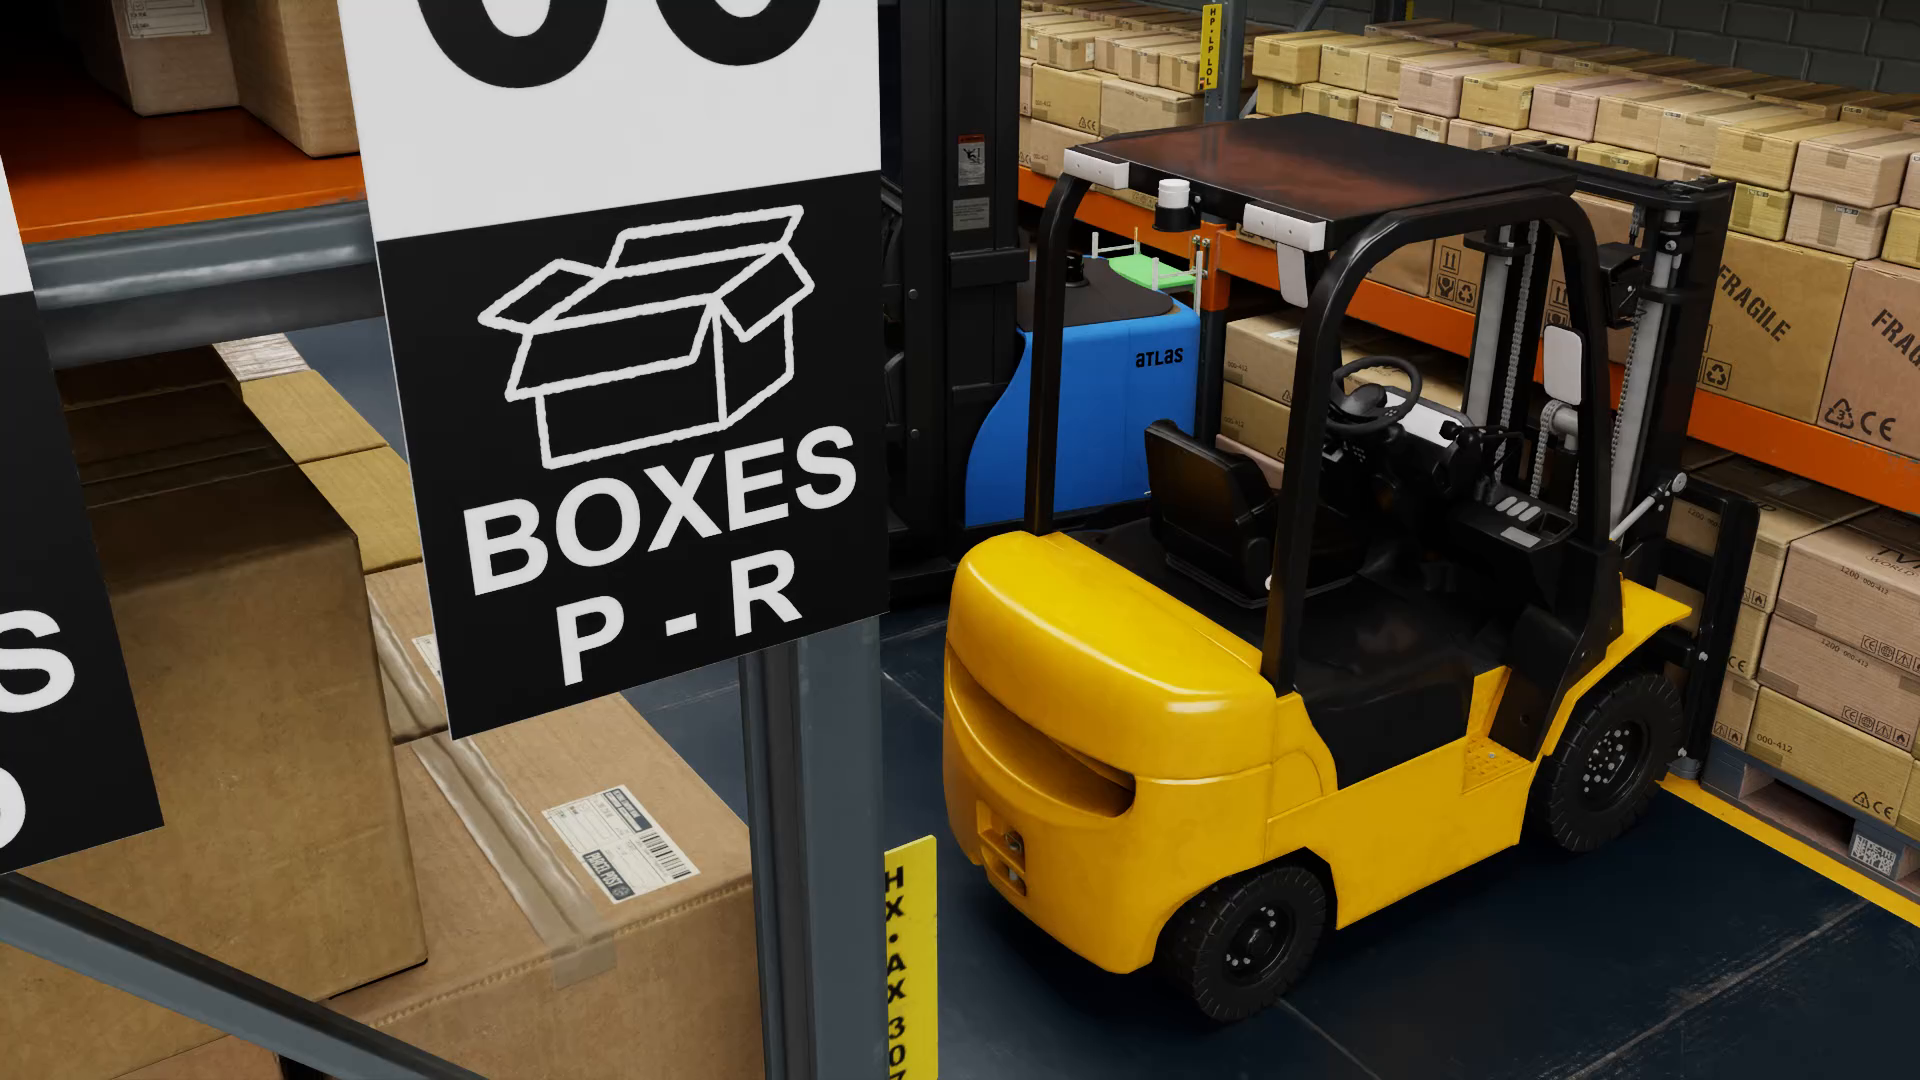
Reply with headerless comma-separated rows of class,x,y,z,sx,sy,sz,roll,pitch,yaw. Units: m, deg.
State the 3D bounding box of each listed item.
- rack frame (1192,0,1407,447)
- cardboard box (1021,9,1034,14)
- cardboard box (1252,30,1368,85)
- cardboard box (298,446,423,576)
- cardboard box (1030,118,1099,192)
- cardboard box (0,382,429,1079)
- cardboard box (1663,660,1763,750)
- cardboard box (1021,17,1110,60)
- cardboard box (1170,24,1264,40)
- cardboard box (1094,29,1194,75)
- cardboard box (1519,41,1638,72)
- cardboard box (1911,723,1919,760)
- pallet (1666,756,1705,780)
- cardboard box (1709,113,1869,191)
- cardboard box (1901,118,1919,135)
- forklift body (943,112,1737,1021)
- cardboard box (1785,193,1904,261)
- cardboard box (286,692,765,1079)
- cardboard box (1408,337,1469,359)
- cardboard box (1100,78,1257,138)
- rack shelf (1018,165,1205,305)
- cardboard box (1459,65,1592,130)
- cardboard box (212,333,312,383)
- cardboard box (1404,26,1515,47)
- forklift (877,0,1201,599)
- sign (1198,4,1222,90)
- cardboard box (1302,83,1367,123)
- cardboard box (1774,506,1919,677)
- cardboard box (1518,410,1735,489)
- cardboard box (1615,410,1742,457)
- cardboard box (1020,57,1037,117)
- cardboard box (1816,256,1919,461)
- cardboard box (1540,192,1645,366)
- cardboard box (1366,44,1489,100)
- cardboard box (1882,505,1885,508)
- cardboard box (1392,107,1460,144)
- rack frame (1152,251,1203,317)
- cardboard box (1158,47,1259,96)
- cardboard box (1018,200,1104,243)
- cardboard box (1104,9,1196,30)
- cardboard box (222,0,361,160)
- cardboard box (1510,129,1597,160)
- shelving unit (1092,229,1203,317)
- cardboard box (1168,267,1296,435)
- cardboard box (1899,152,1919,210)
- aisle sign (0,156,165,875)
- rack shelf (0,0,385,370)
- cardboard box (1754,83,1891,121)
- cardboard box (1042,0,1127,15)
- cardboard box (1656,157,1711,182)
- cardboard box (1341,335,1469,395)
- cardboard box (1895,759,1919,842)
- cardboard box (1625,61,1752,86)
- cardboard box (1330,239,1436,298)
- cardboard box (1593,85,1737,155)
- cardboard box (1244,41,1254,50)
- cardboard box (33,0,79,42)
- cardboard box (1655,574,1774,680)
rack frame,1.451,-1.610,7.147,1.000,3.000,0.127,-16,29,-30
cardboard box,0.147,-2.546,8.253,0.380,0.149,0.250,-16,30,-31
cardboard box,1.377,-1.900,6.536,0.380,0.149,0.250,-15,29,-29
cardboard box,-1.113,0.198,2.851,0.500,0.500,0.500,-16,30,-31
cardboard box,0.678,-1.840,7.810,0.500,0.250,0.500,-16,29,-30
cardboard box,-0.984,0.215,1.644,0.700,0.500,0.500,-16,30,-31
cardboard box,2.584,0.418,5.579,0.500,0.250,0.500,-15,29,-29
cardboard box,0.488,-2.379,7.898,0.380,0.149,0.250,-16,30,-31
cardboard box,1.201,-2.322,7.779,0.380,0.149,0.250,-16,29,-30
cardboard box,0.833,-2.207,7.535,0.380,0.149,0.250,-16,29,-30
cardboard box,2.326,-1.774,6.268,0.380,0.149,0.250,-16,30,-31
cardboard box,3.107,0.547,4.722,0.500,0.250,0.500,-16,30,-30
pallet,2.520,0.382,6.194,1.003,0.211,1.213,-16,29,-30
cardboard box,2.482,-1.165,4.978,0.380,0.149,0.250,-15,29,-29
cardboard box,3.072,-1.196,5.043,0.380,0.149,0.250,-15,29,-28
forklift body,1.071,-0.049,4.834,2.313,2.155,1.214,-16,29,-30
cardboard box,2.645,-0.944,4.859,0.380,0.149,0.250,-17,30,-31
cardboard box,-0.548,0.565,2.074,0.500,0.500,0.500,-16,30,-30
cardboard box,2.171,-0.700,6.777,0.500,0.250,0.500,-16,30,-30
cardboard box,0.969,-1.885,7.319,0.500,0.250,0.500,-16,30,-31
rack shelf,0.359,-2.000,8.816,1.077,0.370,4.000,-16,29,-30
cardboard box,1.961,-1.536,5.765,0.380,0.149,0.250,-16,30,-30
cardboard box,-1.681,-0.164,3.618,0.500,0.500,0.500,-15,29,-28
cardboard box,1.981,-1.940,6.621,0.380,0.149,0.250,-16,30,-31
forklift,-0.584,-1.230,6.422,3.031,2.935,1.130,-9,27,-19
sign,1.002,-1.968,6.642,0.100,0.325,0.005,-16,29,-30
cardboard box,1.547,-1.681,6.421,0.380,0.149,0.250,-15,29,-28
cardboard box,2.838,0.148,4.979,0.500,0.250,0.500,-15,29,-29
cardboard box,2.284,-0.213,5.745,0.500,0.250,0.500,-16,30,-31
cardboard box,2.717,-0.338,6.011,0.500,0.250,0.500,-16,30,-31
cardboard box,0.408,-2.251,8.095,0.500,0.250,0.500,-15,29,-29
cardboard box,2.871,-0.527,4.736,0.500,0.500,0.500,-15,29,-28
cardboard box,2.307,-0.888,5.500,0.500,0.500,0.500,-15,29,-29
cardboard box,1.742,-1.739,6.194,0.380,0.149,0.250,-16,30,-31
cardboard box,3.255,0.028,5.235,0.500,0.250,0.500,-15,29,-29
cardboard box,1.786,-1.489,6.014,0.380,0.149,0.250,-15,29,-28
rack frame,0.915,-0.644,7.187,0.240,1.200,0.015,-12,27,-24
cardboard box,1.079,-2.019,7.137,0.380,0.149,0.250,-14,29,-28
cardboard box,0.328,-1.458,9.115,0.875,0.625,0.625,-17,30,-32
cardboard box,0.929,-2.504,8.163,0.380,0.149,0.250,-16,29,-30
cardboard box,-0.431,-0.459,1.488,0.380,0.149,0.250,-16,29,-30
cardboard box,2.079,-1.309,5.632,0.380,0.149,0.250,-17,30,-31
shelving unit,0.806,-0.733,7.386,0.258,1.200,0.503,-12,27,-24
cardboard box,1.157,-0.910,7.954,0.875,0.625,0.625,-14,29,-27
cardboard box,2.863,-1.006,4.642,0.380,0.149,0.250,-15,29,-29
aisle sign,-0.731,-0.107,0.918,0.394,0.787,0.004,-16,29,-30
rack shelf,-1.614,-0.768,2.692,1.077,0.370,4.000,-16,29,-30
cardboard box,2.810,-1.382,5.439,0.380,0.149,0.250,-15,29,-29
cardboard box,0.646,-2.681,8.538,0.380,0.149,0.250,-15,29,-29
cardboard box,2.429,-1.140,5.275,0.380,0.149,0.250,-16,30,-30
cardboard box,1.723,-0.578,6.517,0.500,0.250,0.500,-15,29,-29
cardboard box,3.114,0.779,4.814,0.500,0.250,0.500,-15,29,-29
cardboard box,2.551,-1.574,5.845,0.380,0.149,0.250,-16,30,-30
cardboard box,1.773,-1.254,6.274,0.500,0.500,0.500,-15,29,-29
cardboard box,2.297,-1.373,5.419,0.380,0.149,0.250,-15,29,-29
cardboard box,1.439,-2.125,7.360,0.380,0.149,0.250,-16,30,-31
cardboard box,-0.921,-0.717,2.036,0.380,0.149,0.250,-16,29,-30
cardboard box,2.543,0.185,5.488,0.500,0.250,0.500,-16,30,-31
